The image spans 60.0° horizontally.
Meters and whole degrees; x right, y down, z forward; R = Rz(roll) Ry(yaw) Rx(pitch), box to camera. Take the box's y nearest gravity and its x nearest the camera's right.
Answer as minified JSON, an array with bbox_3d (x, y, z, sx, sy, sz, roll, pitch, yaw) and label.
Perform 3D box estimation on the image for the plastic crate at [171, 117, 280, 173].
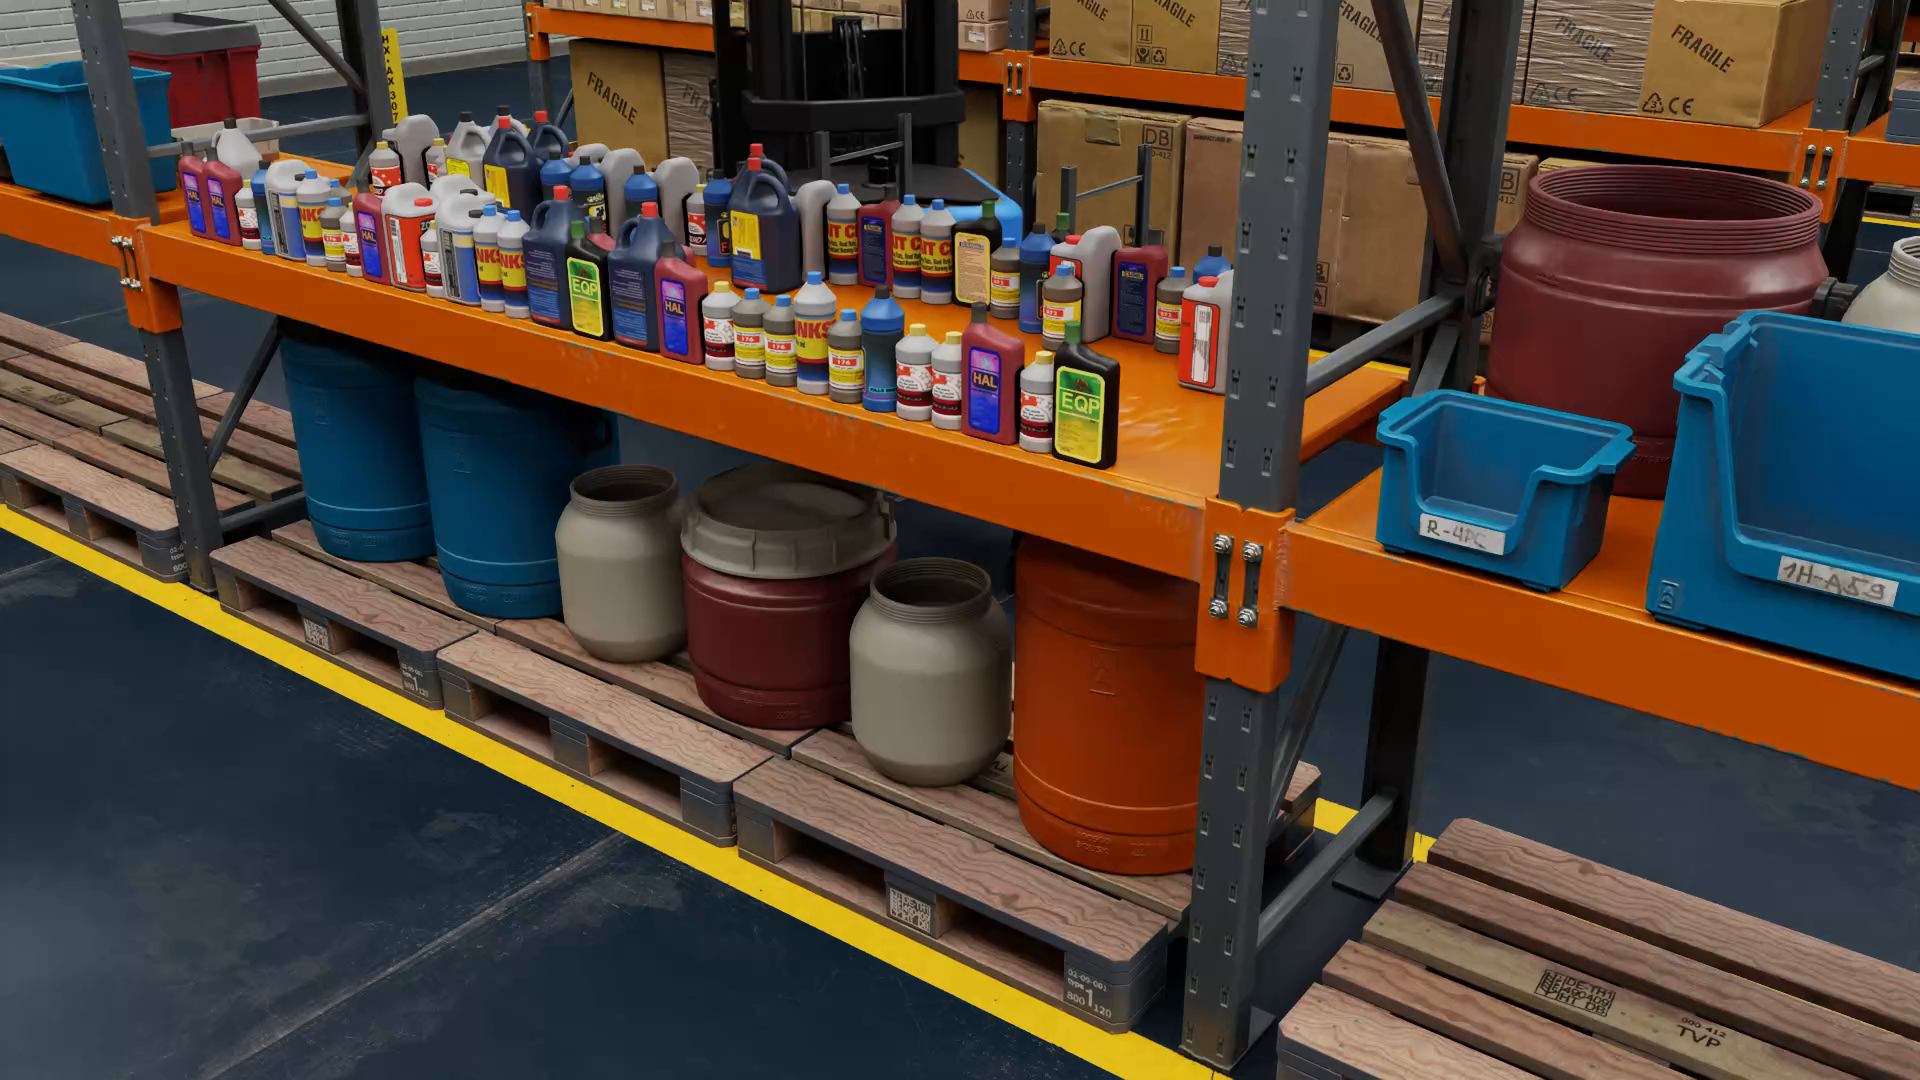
[{"bbox_3d":[-2.655,-1.418,6.001,0.243,0.136,0.396,17,29,33],"label":"plastic crate"}]

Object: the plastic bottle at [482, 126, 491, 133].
[{"bbox_3d":[-1.567,-1.217,5.445,0.135,0.276,0.152,17,29,33],"label":"plastic bottle"}]

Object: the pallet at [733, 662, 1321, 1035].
[{"bbox_3d":[0.177,0.713,4.369,1.213,0.211,1.003,17,29,33],"label":"pallet"}]

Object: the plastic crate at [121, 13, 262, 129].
[{"bbox_3d":[-2.932,-1.706,6.249,0.583,0.464,0.402,17,29,33],"label":"plastic crate"}]

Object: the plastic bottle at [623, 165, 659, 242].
[{"bbox_3d":[-0.930,-0.959,4.866,0.097,0.271,0.097,0,24,0],"label":"plastic bottle"}]

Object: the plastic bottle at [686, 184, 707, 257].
[{"bbox_3d":[-0.761,-0.953,4.938,0.097,0.201,0.097,0,24,0],"label":"plastic bottle"}]

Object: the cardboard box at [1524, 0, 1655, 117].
[{"bbox_3d":[2.864,-2.191,7.379,0.500,0.500,0.500,17,29,33],"label":"cardboard box"}]

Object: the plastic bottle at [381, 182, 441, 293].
[{"bbox_3d":[-1.485,-0.837,4.584,0.135,0.276,0.152,17,29,33],"label":"plastic bottle"}]

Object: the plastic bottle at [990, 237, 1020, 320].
[{"bbox_3d":[0.127,-0.685,4.330,0.097,0.201,0.097,0,24,0],"label":"plastic bottle"}]

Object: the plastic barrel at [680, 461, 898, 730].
[{"bbox_3d":[-0.473,0.140,4.682,0.708,0.588,0.600,17,29,33],"label":"plastic barrel"}]

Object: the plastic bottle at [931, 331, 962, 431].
[{"bbox_3d":[-0.013,-0.344,3.558,0.097,0.201,0.097,0,24,0],"label":"plastic bottle"}]

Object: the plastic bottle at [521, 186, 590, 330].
[{"bbox_3d":[-1.019,-0.728,4.244,0.185,0.351,0.144,17,29,33],"label":"plastic bottle"}]

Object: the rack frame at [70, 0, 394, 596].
[{"bbox_3d":[-2.368,-1.353,5.600,0.127,3.000,1.000,17,29,33],"label":"rack frame"}]

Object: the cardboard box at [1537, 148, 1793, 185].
[{"bbox_3d":[3.263,-1.377,7.769,0.875,0.875,1.225,15,28,31],"label":"cardboard box"}]

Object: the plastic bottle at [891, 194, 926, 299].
[{"bbox_3d":[-0.136,-0.796,4.496,0.097,0.271,0.097,0,24,0],"label":"plastic bottle"}]

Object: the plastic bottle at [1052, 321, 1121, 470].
[{"bbox_3d":[0.253,-0.292,3.338,0.133,0.283,0.061,17,29,33],"label":"plastic bottle"}]

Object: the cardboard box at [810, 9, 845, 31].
[{"bbox_3d":[-0.662,-3.053,9.770,0.250,0.149,0.380,17,29,34],"label":"cardboard box"}]

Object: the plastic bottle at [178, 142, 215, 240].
[{"bbox_3d":[-2.331,-1.073,5.110,0.133,0.283,0.061,17,29,33],"label":"plastic bottle"}]

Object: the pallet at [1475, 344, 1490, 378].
[{"bbox_3d":[3.217,-0.922,8.082,1.213,0.211,1.003,17,29,33],"label":"pallet"}]

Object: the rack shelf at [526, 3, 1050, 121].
[{"bbox_3d":[-0.998,-3.105,10.470,4.000,0.370,1.077,17,29,33],"label":"rack shelf"}]

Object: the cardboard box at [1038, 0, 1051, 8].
[{"bbox_3d":[0.384,-3.216,9.647,0.500,0.250,0.500,16,29,32],"label":"cardboard box"}]

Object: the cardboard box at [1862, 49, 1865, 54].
[{"bbox_3d":[6.046,-3.318,11.710,0.500,0.250,0.500,16,29,33],"label":"cardboard box"}]

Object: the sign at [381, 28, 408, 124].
[{"bbox_3d":[-2.037,-1.656,5.946,0.005,0.325,0.100,17,29,33],"label":"sign"}]

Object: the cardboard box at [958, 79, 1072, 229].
[{"bbox_3d":[0.122,-2.356,9.991,0.875,0.875,0.875,17,29,33],"label":"cardboard box"}]

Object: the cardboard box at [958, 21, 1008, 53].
[{"bbox_3d":[0.162,-2.804,9.205,0.250,0.149,0.380,17,29,34],"label":"cardboard box"}]

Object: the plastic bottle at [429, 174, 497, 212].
[{"bbox_3d":[-1.394,-0.886,4.695,0.135,0.276,0.152,17,29,33],"label":"plastic bottle"}]

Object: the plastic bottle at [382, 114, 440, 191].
[{"bbox_3d":[-1.859,-1.305,5.645,0.135,0.276,0.152,17,29,33],"label":"plastic bottle"}]

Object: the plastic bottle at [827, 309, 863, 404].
[{"bbox_3d":[-0.247,-0.415,3.718,0.097,0.201,0.097,0,24,0],"label":"plastic bottle"}]

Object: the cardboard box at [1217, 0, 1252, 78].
[{"bbox_3d":[1.624,-2.562,8.221,0.500,0.500,0.500,16,28,32],"label":"cardboard box"}]

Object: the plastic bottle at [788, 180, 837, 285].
[{"bbox_3d":[-0.429,-0.873,4.665,0.135,0.276,0.152,17,29,33],"label":"plastic bottle"}]

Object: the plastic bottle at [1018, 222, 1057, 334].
[{"bbox_3d":[0.197,-0.665,4.198,0.097,0.271,0.097,0,24,0],"label":"plastic bottle"}]

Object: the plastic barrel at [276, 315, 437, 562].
[{"bbox_3d":[-1.943,-0.448,5.627,0.708,0.901,0.600,17,29,33],"label":"plastic barrel"}]

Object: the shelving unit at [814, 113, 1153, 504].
[{"bbox_3d":[0.068,-0.666,5.901,1.048,1.500,0.538,17,29,33],"label":"shelving unit"}]

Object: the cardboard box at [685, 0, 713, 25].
[{"bbox_3d":[-1.482,-3.301,10.333,0.250,0.149,0.380,16,29,33],"label":"cardboard box"}]

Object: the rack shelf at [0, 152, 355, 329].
[{"bbox_3d":[-3.969,-1.507,6.843,4.000,0.370,1.077,17,29,33],"label":"rack shelf"}]

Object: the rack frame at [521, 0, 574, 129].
[{"bbox_3d":[-2.598,-3.918,11.422,0.127,3.000,1.000,17,29,33],"label":"rack frame"}]

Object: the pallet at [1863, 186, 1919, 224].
[{"bbox_3d":[6.234,-2.473,11.600,1.213,0.211,1.003,17,29,33],"label":"pallet"}]

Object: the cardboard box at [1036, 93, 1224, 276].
[{"bbox_3d":[1.127,-2.022,9.234,0.875,0.875,1.225,17,29,33],"label":"cardboard box"}]

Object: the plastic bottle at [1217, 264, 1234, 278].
[{"bbox_3d":[0.680,-0.538,3.904,0.135,0.276,0.152,17,29,33],"label":"plastic bottle"}]

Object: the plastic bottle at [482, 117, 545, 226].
[{"bbox_3d":[-1.375,-1.122,5.138,0.185,0.351,0.144,17,29,33],"label":"plastic bottle"}]

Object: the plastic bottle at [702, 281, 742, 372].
[{"bbox_3d":[-0.558,-0.509,3.932,0.097,0.201,0.097,0,24,0],"label":"plastic bottle"}]

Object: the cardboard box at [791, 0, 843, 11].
[{"bbox_3d":[-0.732,-3.288,9.810,0.500,0.250,0.500,18,29,34],"label":"cardboard box"}]

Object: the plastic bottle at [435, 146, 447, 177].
[{"bbox_3d":[-1.679,-1.200,5.499,0.097,0.201,0.097,0,24,0],"label":"plastic bottle"}]

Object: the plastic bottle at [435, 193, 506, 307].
[{"bbox_3d":[-1.300,-0.781,4.457,0.135,0.276,0.152,17,29,33],"label":"plastic bottle"}]

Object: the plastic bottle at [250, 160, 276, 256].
[{"bbox_3d":[-2.043,-0.990,4.936,0.097,0.271,0.097,0,24,0],"label":"plastic bottle"}]

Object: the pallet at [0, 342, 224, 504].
[{"bbox_3d":[-3.960,-0.537,7.207,1.213,0.211,1.003,17,29,33],"label":"pallet"}]

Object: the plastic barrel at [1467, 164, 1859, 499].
[{"bbox_3d":[1.386,-0.433,3.344,0.708,0.536,0.600,17,29,33],"label":"plastic barrel"}]

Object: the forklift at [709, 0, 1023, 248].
[{"bbox_3d":[-0.611,-2.215,7.641,1.130,2.935,3.031,-6,25,-14],"label":"forklift"}]

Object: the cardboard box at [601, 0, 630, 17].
[{"bbox_3d":[-2.101,-3.487,10.756,0.250,0.149,0.380,16,28,32],"label":"cardboard box"}]

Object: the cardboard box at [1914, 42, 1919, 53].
[{"bbox_3d":[9.244,-4.595,15.072,0.875,0.875,0.875,17,29,33],"label":"cardboard box"}]

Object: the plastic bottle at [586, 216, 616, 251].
[{"bbox_3d":[-0.880,-0.665,4.184,0.133,0.283,0.061,17,29,33],"label":"plastic bottle"}]

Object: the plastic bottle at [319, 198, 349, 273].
[{"bbox_3d":[-1.779,-0.878,4.769,0.097,0.201,0.097,0,24,0],"label":"plastic bottle"}]

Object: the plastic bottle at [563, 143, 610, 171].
[{"bbox_3d":[-1.163,-1.095,5.168,0.135,0.276,0.152,17,29,33],"label":"plastic bottle"}]

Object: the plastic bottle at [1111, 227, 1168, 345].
[{"bbox_3d":[0.445,-0.635,4.116,0.133,0.283,0.061,17,29,33],"label":"plastic bottle"}]
